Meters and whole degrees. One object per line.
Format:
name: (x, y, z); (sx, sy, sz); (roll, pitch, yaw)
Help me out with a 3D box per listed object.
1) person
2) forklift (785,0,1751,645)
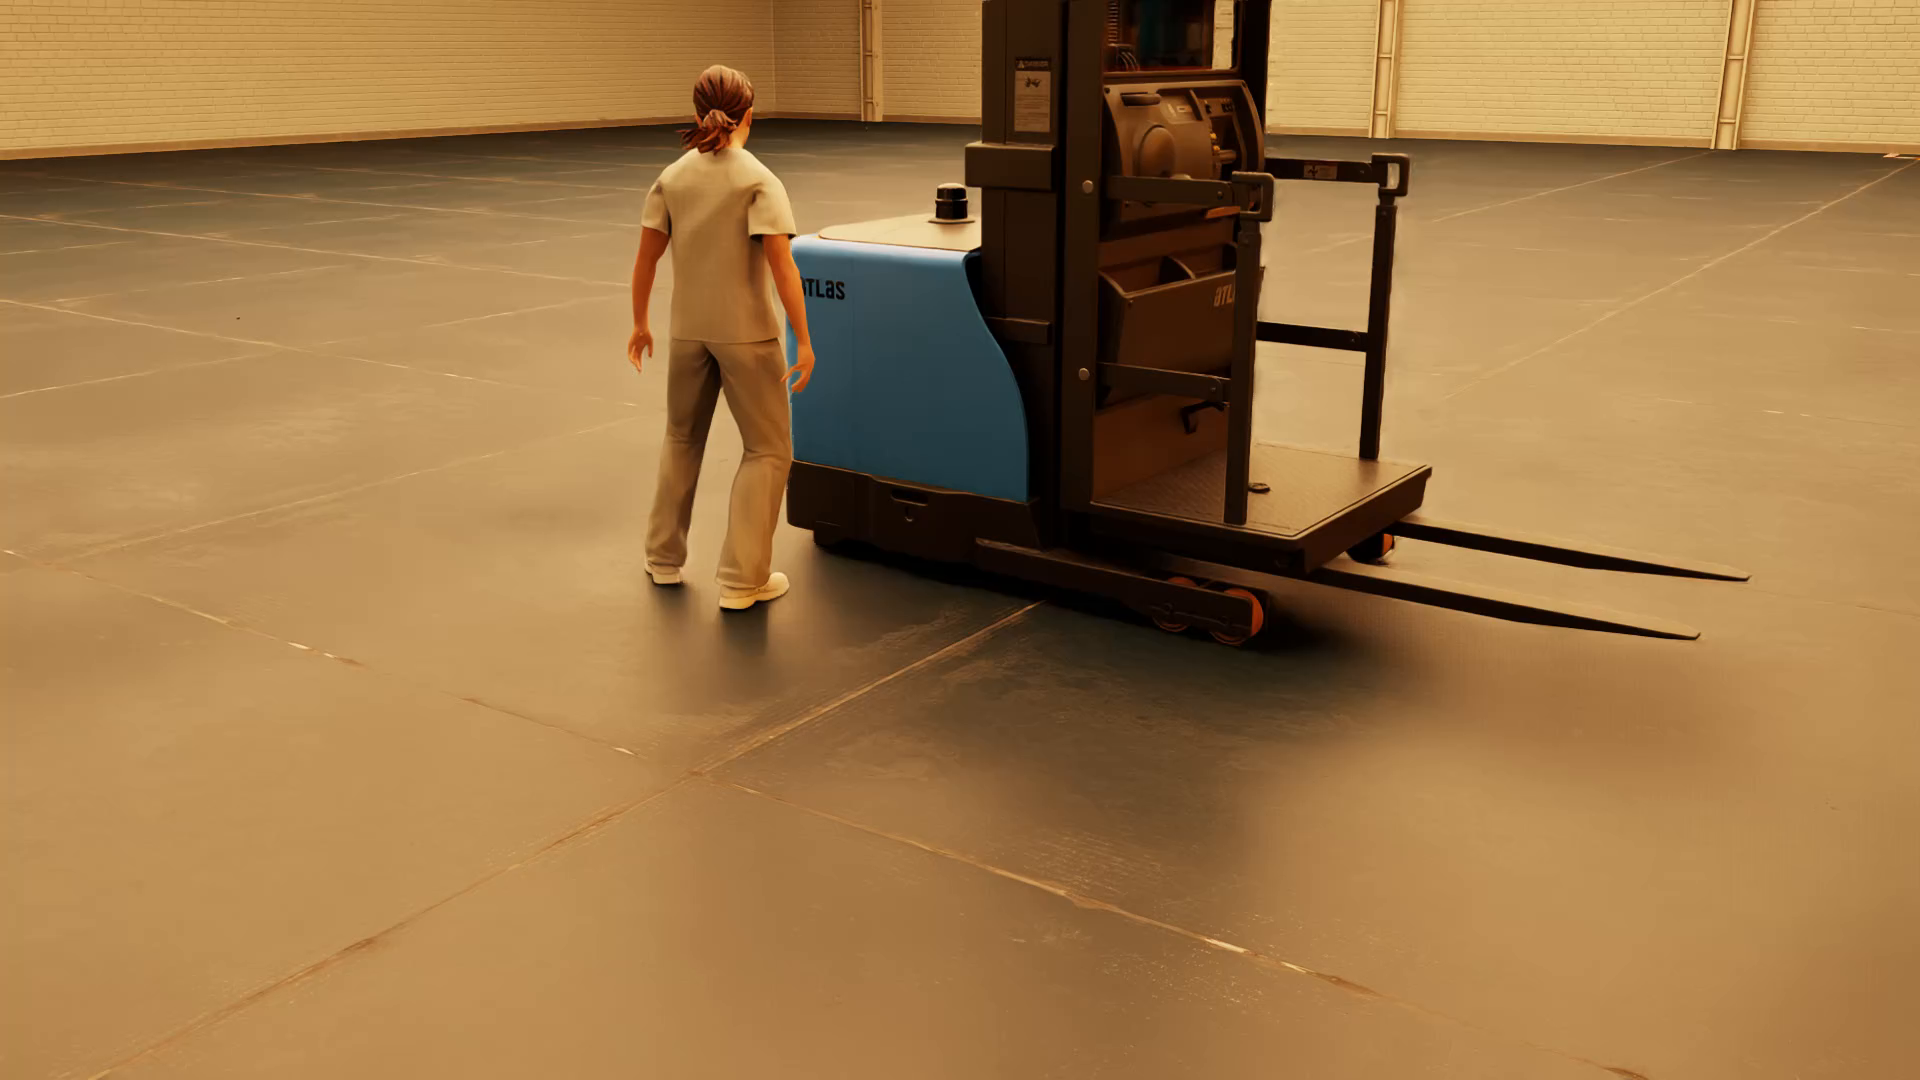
person: (-0.764, -0.617, 5.164); (0.768, 1.643, 0.369); (7, 18, 23)
forklift: (0.876, -1.266, 5.066); (3.031, 2.935, 1.130); (12, 20, 34)
